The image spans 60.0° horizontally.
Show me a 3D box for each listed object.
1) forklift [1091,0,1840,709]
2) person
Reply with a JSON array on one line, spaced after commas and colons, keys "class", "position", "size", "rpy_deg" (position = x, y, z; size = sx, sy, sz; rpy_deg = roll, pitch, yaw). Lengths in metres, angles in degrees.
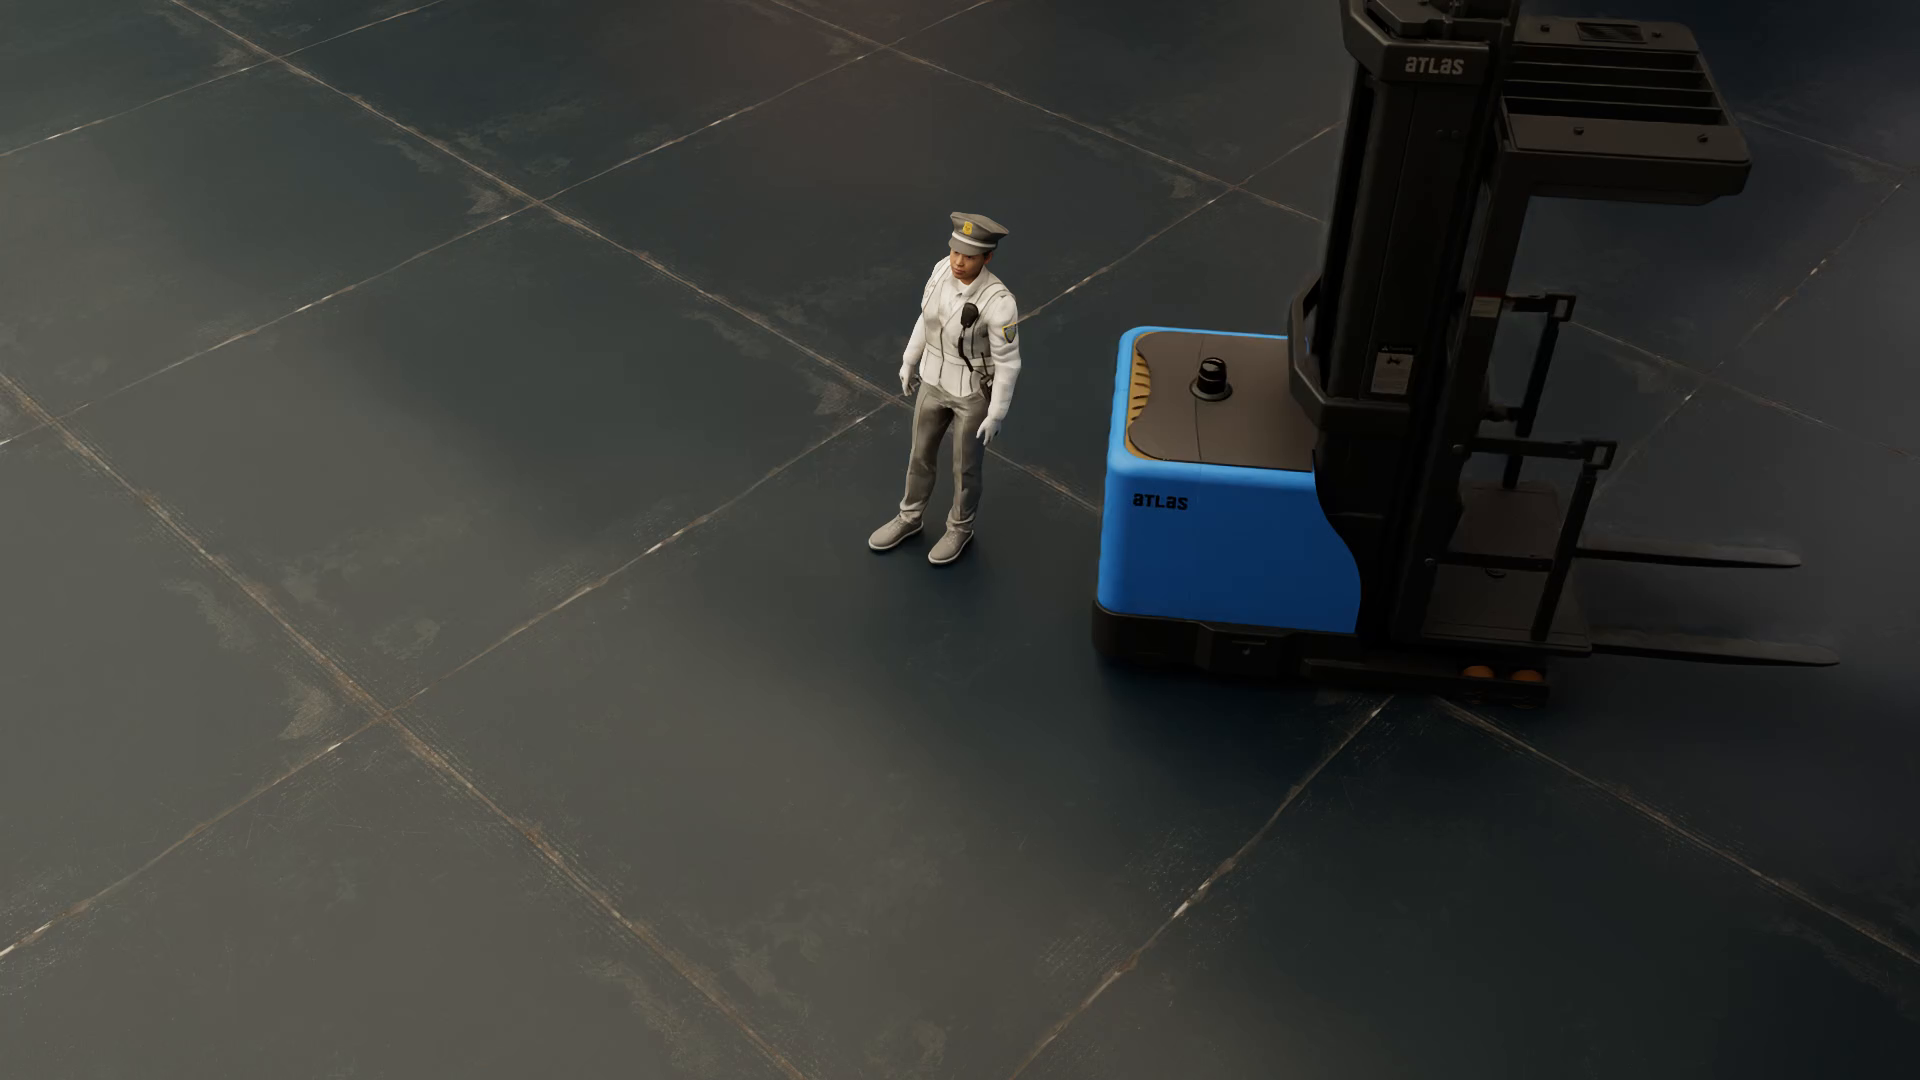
[{"class": "forklift", "position": [2.117, -0.786, 6.344], "size": [3.031, 2.935, 1.130], "rpy_deg": [5, 41, 6]}, {"class": "person", "position": [-0.052, -0.619, 7.088], "size": [0.586, 1.694, 0.530], "rpy_deg": [31, 49, 31]}]
